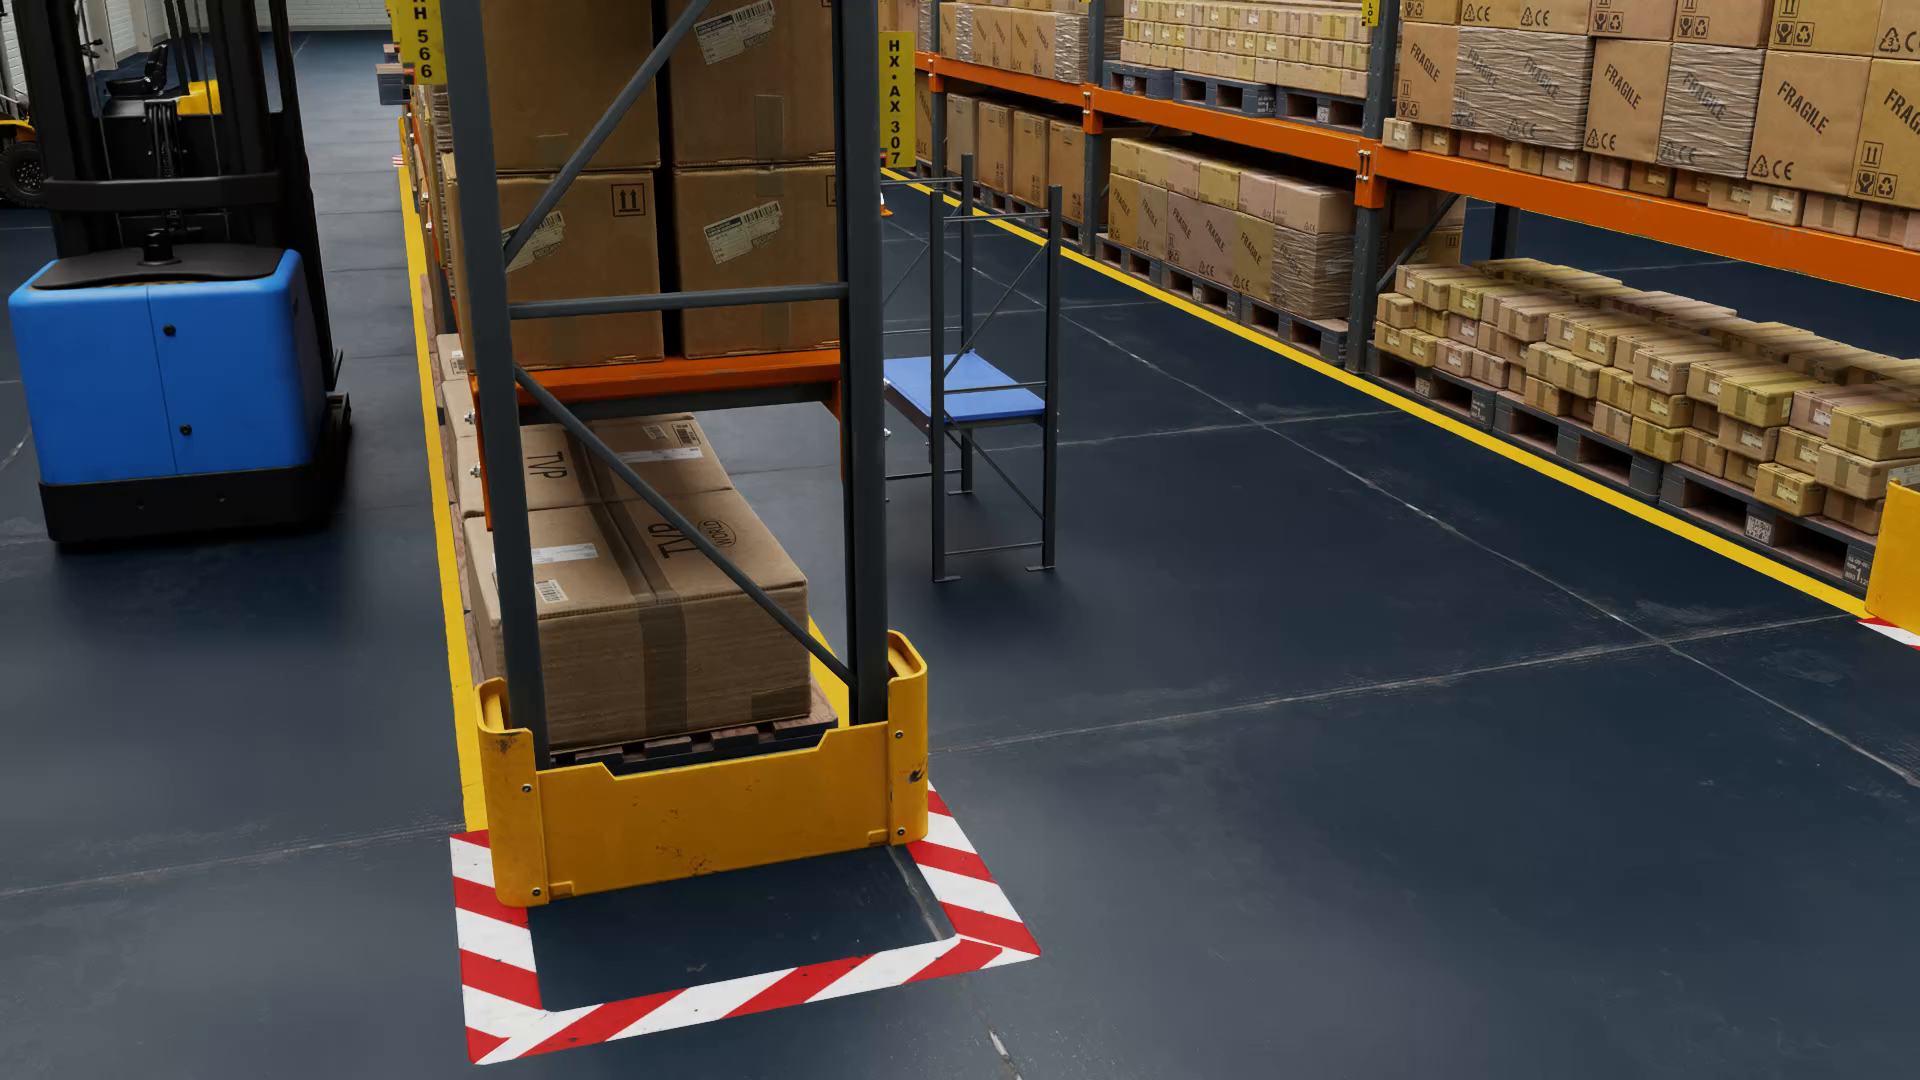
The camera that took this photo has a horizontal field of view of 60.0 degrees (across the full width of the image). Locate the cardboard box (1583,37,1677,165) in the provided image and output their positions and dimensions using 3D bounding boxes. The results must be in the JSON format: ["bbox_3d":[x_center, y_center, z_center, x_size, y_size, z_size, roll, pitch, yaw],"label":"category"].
[{"bbox_3d":[3.122,-1.934,7.276,0.500,0.500,0.500,-5,20,-14],"label":"cardboard box"}]

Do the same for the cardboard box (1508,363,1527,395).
[{"bbox_3d":[2.988,-0.812,8.336,0.380,0.149,0.250,-7,21,-20],"label":"cardboard box"}]

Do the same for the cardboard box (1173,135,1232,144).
[{"bbox_3d":[1.929,-2.891,12.497,0.500,0.250,0.500,-7,21,-18],"label":"cardboard box"}]

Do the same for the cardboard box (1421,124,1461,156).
[{"bbox_3d":[2.652,-2.106,8.715,0.380,0.149,0.250,-6,21,-16],"label":"cardboard box"}]

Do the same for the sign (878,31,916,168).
[{"bbox_3d":[-0.159,-1.085,4.102,0.100,0.325,0.005,-6,21,-17],"label":"sign"}]

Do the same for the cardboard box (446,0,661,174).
[{"bbox_3d":[-1.065,-1.230,4.278,0.500,0.500,0.500,-6,21,-15],"label":"cardboard box"}]

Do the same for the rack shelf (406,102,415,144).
[{"bbox_3d":[-3.831,-3.454,13.159,1.077,0.370,4.000,-6,21,-17],"label":"rack shelf"}]

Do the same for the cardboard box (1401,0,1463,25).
[{"bbox_3d":[2.633,-2.912,8.520,0.500,0.500,0.500,-6,21,-16],"label":"cardboard box"}]

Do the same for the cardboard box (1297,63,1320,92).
[{"bbox_3d":[2.251,-2.775,9.954,0.380,0.149,0.250,-6,21,-17],"label":"cardboard box"}]

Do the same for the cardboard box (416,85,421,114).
[{"bbox_3d":[-2.479,-2.307,8.384,0.500,0.250,0.500,-6,21,-16],"label":"cardboard box"}]

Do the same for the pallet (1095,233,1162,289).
[{"bbox_3d":[1.709,-2.146,12.578,1.003,0.211,1.213,-6,21,-17],"label":"pallet"}]

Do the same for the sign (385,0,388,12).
[{"bbox_3d":[-4.972,-4.782,14.511,0.100,0.325,0.005,-6,21,-17],"label":"sign"}]

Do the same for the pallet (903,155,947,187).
[{"bbox_3d":[0.043,-3.933,17.553,1.003,0.211,1.213,-6,21,-17],"label":"pallet"}]

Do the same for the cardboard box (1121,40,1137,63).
[{"bbox_3d":[1.414,-3.623,12.317,0.380,0.149,0.250,-7,21,-18],"label":"cardboard box"}]

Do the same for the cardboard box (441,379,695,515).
[{"bbox_3d":[-1.568,-0.359,6.647,0.875,0.438,0.875,-7,21,-19],"label":"cardboard box"}]

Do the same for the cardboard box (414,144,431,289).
[{"bbox_3d":[-3.064,-2.118,10.897,0.875,0.875,0.875,-7,21,-18],"label":"cardboard box"}]

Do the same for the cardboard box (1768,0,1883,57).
[{"bbox_3d":[3.440,-2.082,6.210,0.500,0.500,0.500,-7,21,-19],"label":"cardboard box"}]

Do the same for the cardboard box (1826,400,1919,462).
[{"bbox_3d":[3.573,-0.421,6.366,0.380,0.149,0.250,-6,21,-17],"label":"cardboard box"}]

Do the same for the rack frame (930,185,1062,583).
[{"bbox_3d":[0.133,-0.570,6.285,0.500,1.500,0.032,-6,21,-17],"label":"rack frame"}]

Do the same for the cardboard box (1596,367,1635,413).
[{"bbox_3d":[3.140,-0.692,7.563,0.380,0.149,0.250,-5,20,-14],"label":"cardboard box"}]

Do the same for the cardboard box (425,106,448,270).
[{"bbox_3d":[-1.580,-1.248,5.806,0.500,0.500,0.500,-6,21,-16],"label":"cardboard box"}]

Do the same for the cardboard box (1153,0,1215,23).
[{"bbox_3d":[1.586,-3.734,11.746,0.380,0.149,0.250,-7,21,-18],"label":"cardboard box"}]

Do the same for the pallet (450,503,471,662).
[{"bbox_3d":[-1.393,0.090,6.354,1.003,0.211,1.213,-6,21,-17],"label":"pallet"}]

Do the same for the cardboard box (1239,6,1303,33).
[{"bbox_3d":[2.002,-3.311,10.568,0.380,0.149,0.250,-7,21,-20],"label":"cardboard box"}]

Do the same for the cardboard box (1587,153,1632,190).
[{"bbox_3d":[3.089,-1.683,7.536,0.380,0.149,0.250,-6,21,-15],"label":"cardboard box"}]

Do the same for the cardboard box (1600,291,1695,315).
[{"bbox_3d":[3.465,-1.149,8.395,0.380,0.149,0.250,-7,21,-20],"label":"cardboard box"}]

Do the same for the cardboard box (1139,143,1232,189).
[{"bbox_3d":[1.611,-2.673,11.889,0.500,0.250,0.500,-7,21,-18],"label":"cardboard box"}]

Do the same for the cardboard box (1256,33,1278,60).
[{"bbox_3d":[2.080,-3.087,10.383,0.380,0.149,0.250,-8,21,-20],"label":"cardboard box"}]

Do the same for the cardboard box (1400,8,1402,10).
[{"bbox_3d":[2.787,-3.212,10.291,0.380,0.149,0.250,-7,21,-18],"label":"cardboard box"}]

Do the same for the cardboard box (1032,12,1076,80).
[{"bbox_3d":[0.913,-4.032,13.557,0.500,0.500,0.500,-6,21,-17],"label":"cardboard box"}]

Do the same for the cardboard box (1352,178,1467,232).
[{"bbox_3d":[2.741,-2.065,10.195,0.500,0.250,0.500,-7,21,-20],"label":"cardboard box"}]

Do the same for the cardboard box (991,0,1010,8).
[{"bbox_3d":[0.692,-5.024,14.841,0.700,0.500,0.500,-6,21,-17],"label":"cardboard box"}]

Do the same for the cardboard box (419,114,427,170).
[{"bbox_3d":[-2.325,-1.914,8.029,0.500,0.250,0.500,-7,21,-18],"label":"cardboard box"}]

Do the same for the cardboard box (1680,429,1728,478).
[{"bbox_3d":[3.348,-0.388,7.155,0.380,0.149,0.250,-6,21,-17],"label":"cardboard box"}]

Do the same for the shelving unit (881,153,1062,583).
[{"bbox_3d":[-0.027,-0.733,6.739,0.538,1.500,1.048,-6,21,-17],"label":"shelving unit"}]

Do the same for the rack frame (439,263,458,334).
[{"bbox_3d":[-1.945,-1.867,7.677,1.000,3.000,0.127,-6,21,-17],"label":"rack frame"}]

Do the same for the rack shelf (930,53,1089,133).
[{"bbox_3d":[0.836,-4.012,14.714,1.077,0.370,4.000,-6,21,-17],"label":"rack shelf"}]

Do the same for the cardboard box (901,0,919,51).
[{"bbox_3d":[-0.114,-5.354,17.164,0.875,0.550,0.550,-6,21,-17],"label":"cardboard box"}]

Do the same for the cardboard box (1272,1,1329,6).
[{"bbox_3d":[2.371,-3.632,11.460,0.380,0.149,0.250,-6,21,-17],"label":"cardboard box"}]

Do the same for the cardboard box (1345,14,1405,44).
[{"bbox_3d":[2.411,-2.893,9.403,0.380,0.149,0.250,-5,20,-15],"label":"cardboard box"}]

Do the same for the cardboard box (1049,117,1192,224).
[{"bbox_3d":[1.359,-3.053,13.685,1.050,0.750,0.750,-7,21,-18],"label":"cardboard box"}]

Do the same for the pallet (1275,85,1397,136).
[{"bbox_3d":[2.620,-2.596,9.990,1.003,0.211,1.213,-6,21,-17],"label":"pallet"}]

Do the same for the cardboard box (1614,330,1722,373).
[{"bbox_3d":[3.210,-0.843,7.543,0.380,0.149,0.250,-7,21,-19],"label":"cardboard box"}]

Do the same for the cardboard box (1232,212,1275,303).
[{"bbox_3d":[2.090,-1.822,10.628,0.500,0.500,0.500,-7,21,-18],"label":"cardboard box"}]

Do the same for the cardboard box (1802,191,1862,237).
[{"bbox_3d":[3.473,-1.261,6.361,0.380,0.149,0.250,-7,21,-18],"label":"cardboard box"}]

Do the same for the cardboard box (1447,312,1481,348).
[{"bbox_3d":[2.808,-1.125,8.767,0.380,0.149,0.250,-7,21,-18],"label":"cardboard box"}]

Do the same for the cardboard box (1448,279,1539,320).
[{"bbox_3d":[2.791,-1.258,8.698,0.380,0.149,0.250,-7,21,-18],"label":"cardboard box"}]

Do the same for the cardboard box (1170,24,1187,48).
[{"bbox_3d":[1.680,-3.499,11.531,0.380,0.149,0.250,-6,21,-17],"label":"cardboard box"}]

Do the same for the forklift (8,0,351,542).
[{"bbox_3d":[-3.594,-1.835,7.689,1.130,2.935,3.031,-6,21,-16],"label":"forklift"}]

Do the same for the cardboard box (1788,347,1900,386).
[{"bbox_3d":[3.822,-0.723,7.208,0.380,0.149,0.250,-7,21,-20],"label":"cardboard box"}]

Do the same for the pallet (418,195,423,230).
[{"bbox_3d":[-4.213,-2.872,14.601,1.003,0.211,1.213,-6,21,-17],"label":"pallet"}]

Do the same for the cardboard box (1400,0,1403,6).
[{"bbox_3d":[5.065,-5.697,16.832,1.000,1.000,1.000,-6,21,-17],"label":"cardboard box"}]

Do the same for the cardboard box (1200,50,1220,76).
[{"bbox_3d":[1.833,-3.198,11.133,0.380,0.149,0.250,-6,21,-16],"label":"cardboard box"}]

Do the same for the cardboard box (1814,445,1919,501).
[{"bbox_3d":[3.543,-0.277,6.406,0.380,0.149,0.250,-7,21,-19],"label":"cardboard box"}]

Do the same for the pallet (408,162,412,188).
[{"bbox_3d":[-5.091,-3.726,16.977,1.003,0.211,1.213,-6,21,-17],"label":"pallet"}]

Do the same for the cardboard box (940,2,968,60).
[{"bbox_3d":[0.118,-4.842,15.813,0.500,0.500,0.500,-6,21,-17],"label":"cardboard box"}]

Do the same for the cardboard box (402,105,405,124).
[{"bbox_3d":[-5.549,-4.511,17.376,0.500,0.500,0.500,-7,21,-19],"label":"cardboard box"}]
